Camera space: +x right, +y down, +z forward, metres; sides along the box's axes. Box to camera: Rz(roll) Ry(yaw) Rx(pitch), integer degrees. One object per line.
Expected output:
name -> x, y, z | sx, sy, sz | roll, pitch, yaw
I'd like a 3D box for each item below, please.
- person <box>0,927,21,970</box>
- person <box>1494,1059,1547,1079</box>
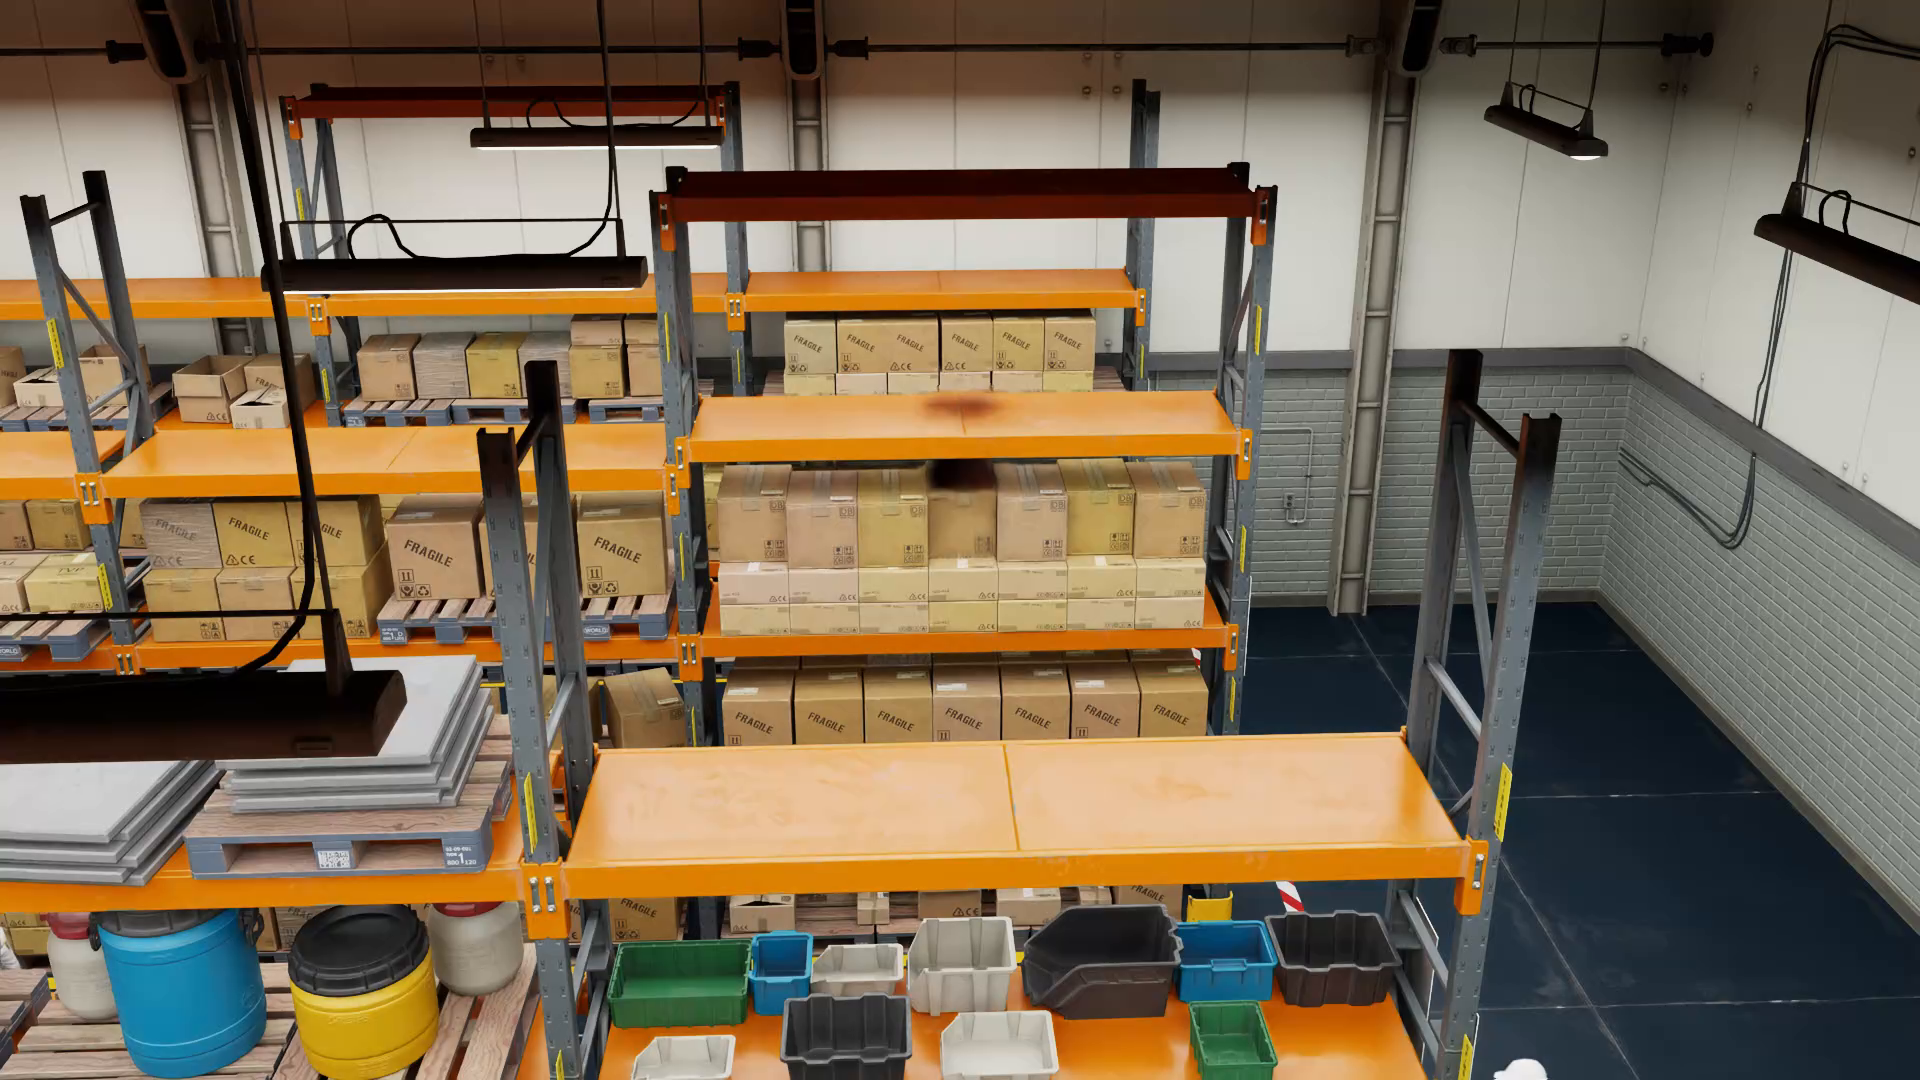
person -> -6.650, 3.084, 11.325 | 0.519, 1.702, 0.340 | -6, 23, -15
person -> 3.157, 3.746, 9.580 | 0.376, 1.786, 0.578 | -16, 27, -34
